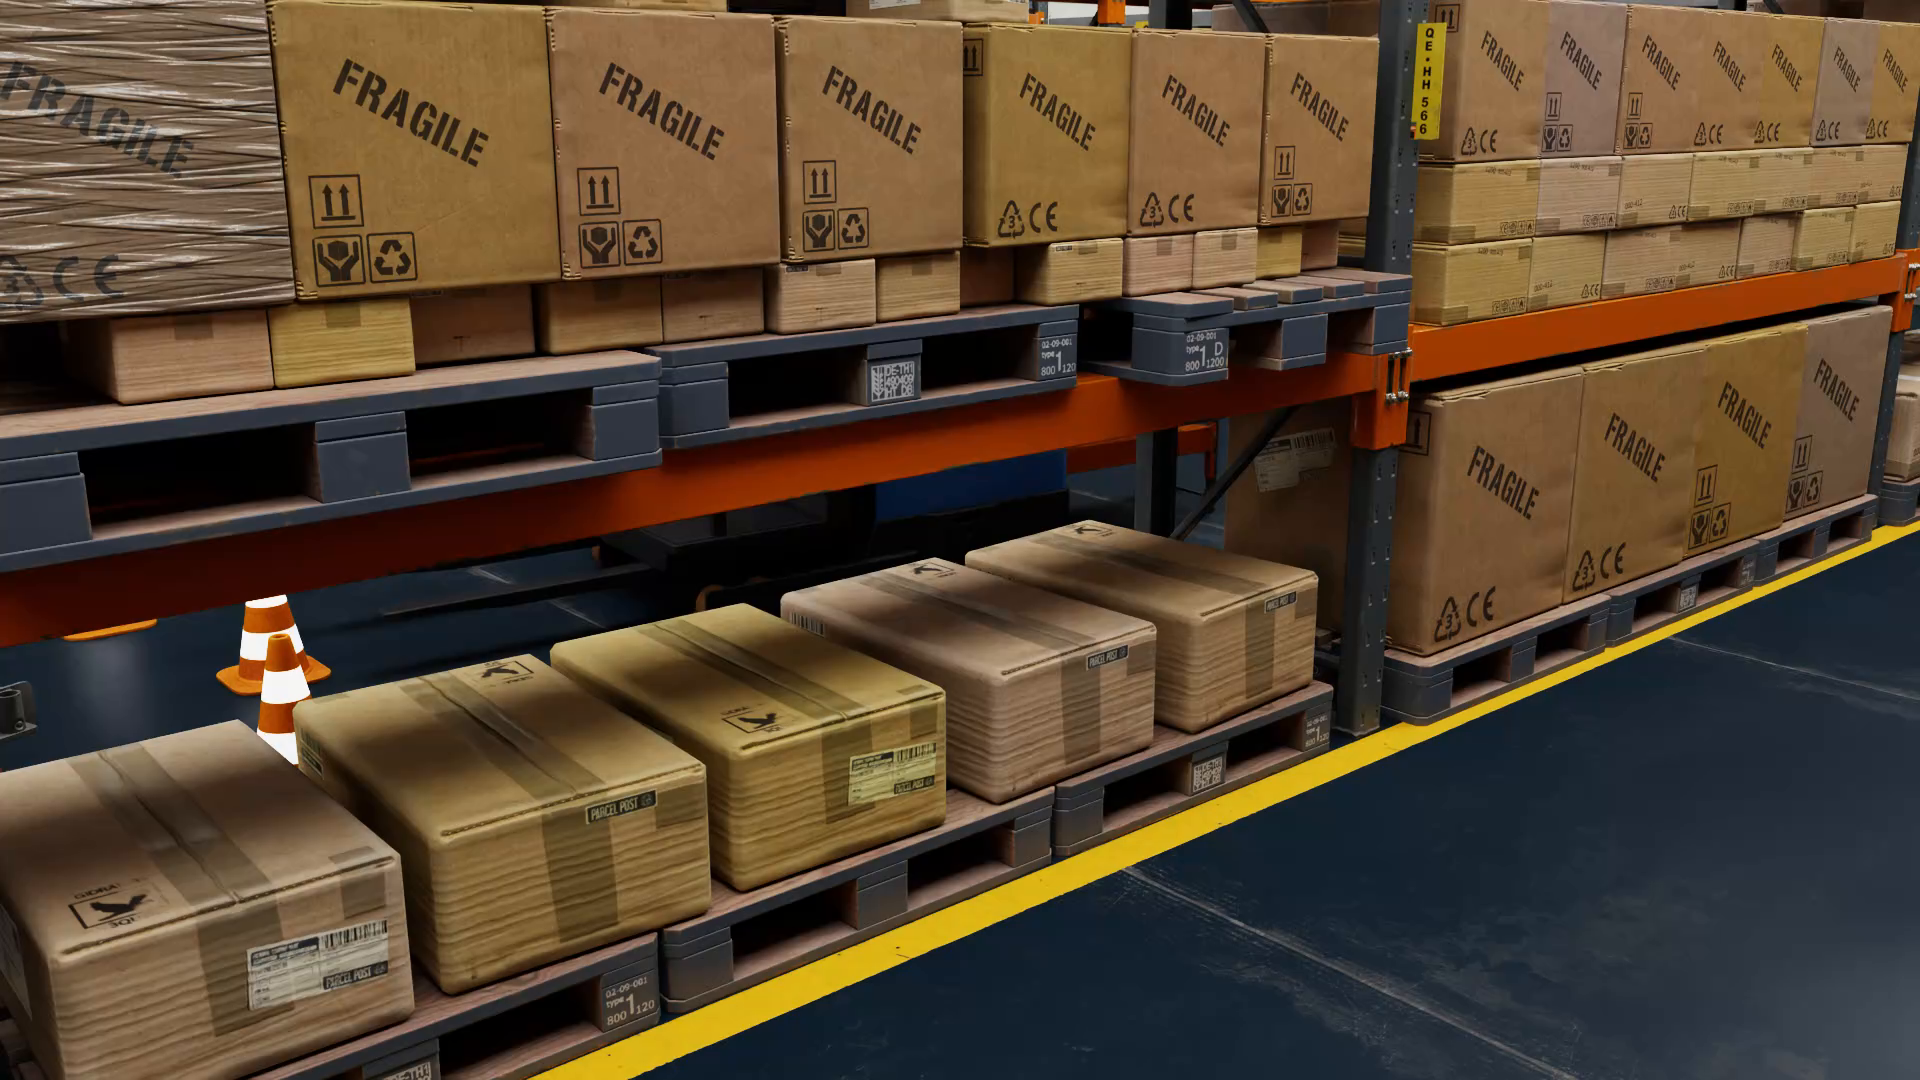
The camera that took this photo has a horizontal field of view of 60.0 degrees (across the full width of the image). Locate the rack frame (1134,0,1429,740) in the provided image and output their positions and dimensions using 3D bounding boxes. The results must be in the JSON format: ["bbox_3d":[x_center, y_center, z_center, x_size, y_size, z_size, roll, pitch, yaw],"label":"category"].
[{"bbox_3d":[0.993,-0.914,5.359,0.127,3.000,1.000,-13,19,-39],"label":"rack frame"}]

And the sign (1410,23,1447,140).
[{"bbox_3d":[1.357,-1.331,4.830,0.005,0.325,0.100,-13,19,-39],"label":"sign"}]

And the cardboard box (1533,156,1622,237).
[{"bbox_3d":[1.928,-1.208,5.782,0.500,0.250,0.500,-12,19,-38],"label":"cardboard box"}]

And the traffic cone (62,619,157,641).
[{"bbox_3d":[-3.347,0.110,6.443,0.334,0.463,0.336,-13,19,-39],"label":"traffic cone"}]

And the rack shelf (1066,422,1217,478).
[{"bbox_3d":[0.697,-0.419,8.085,1.000,0.278,0.538,-10,18,-34],"label":"rack shelf"}]

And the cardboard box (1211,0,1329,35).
[{"bbox_3d":[1.212,-1.584,5.735,0.500,0.500,0.500,-13,20,-41],"label":"cardboard box"}]

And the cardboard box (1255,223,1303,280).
[{"bbox_3d":[0.746,-0.835,4.735,0.250,0.149,0.380,-12,19,-39],"label":"cardboard box"}]

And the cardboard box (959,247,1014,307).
[{"bbox_3d":[-0.081,-0.675,4.136,0.250,0.149,0.380,-12,19,-39],"label":"cardboard box"}]

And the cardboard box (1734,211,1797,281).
[{"bbox_3d":[3.060,-1.226,6.819,0.500,0.250,0.500,-13,20,-41],"label":"cardboard box"}]

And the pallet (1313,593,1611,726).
[{"bbox_3d":[1.638,0.314,6.164,1.213,0.211,1.003,-13,19,-39],"label":"pallet"}]

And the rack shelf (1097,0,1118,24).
[{"bbox_3d":[-0.823,-3.301,9.877,4.000,0.370,1.077,-13,19,-39],"label":"rack shelf"}]

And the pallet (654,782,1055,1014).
[{"bbox_3d":[-0.517,0.771,4.454,1.213,0.211,1.003,-13,19,-39],"label":"pallet"}]

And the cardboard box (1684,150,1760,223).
[{"bbox_3d":[2.704,-1.373,6.401,0.500,0.250,0.500,-12,19,-38],"label":"cardboard box"}]

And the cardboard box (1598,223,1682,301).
[{"bbox_3d":[2.303,-1.054,6.172,0.500,0.250,0.500,-12,19,-38],"label":"cardboard box"}]

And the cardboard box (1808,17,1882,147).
[{"bbox_3d":[3.453,-1.909,6.954,0.500,0.500,0.500,-12,19,-38],"label":"cardboard box"}]

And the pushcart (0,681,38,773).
[{"bbox_3d":[-3.559,0.595,4.790,1.648,0.377,0.936,8,17,28],"label":"pushcart"}]

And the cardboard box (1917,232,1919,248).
[{"bbox_3d":[4.537,-1.668,7.990,0.500,0.500,0.500,-12,19,-38],"label":"cardboard box"}]

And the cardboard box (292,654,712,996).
[{"bbox_3d":[-1.090,0.619,3.900,0.625,0.372,0.950,-11,19,-36],"label":"cardboard box"}]

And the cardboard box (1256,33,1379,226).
[{"bbox_3d":[0.833,-1.178,4.762,0.500,0.500,0.500,-13,20,-41],"label":"cardboard box"}]

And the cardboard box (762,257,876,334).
[{"bbox_3d":[-0.398,-0.565,3.727,0.250,0.149,0.380,-12,19,-37],"label":"cardboard box"}]

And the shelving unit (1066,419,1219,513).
[{"bbox_3d":[0.697,-0.655,8.022,1.048,1.125,0.538,-10,18,-34],"label":"shelving unit"}]

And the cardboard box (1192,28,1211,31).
[{"bbox_3d":[1.567,-3.333,11.707,0.500,0.500,0.500,-13,20,-41],"label":"cardboard box"}]

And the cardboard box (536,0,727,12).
[{"bbox_3d":[-0.685,-1.159,3.437,0.250,0.149,0.380,-11,19,-36],"label":"cardboard box"}]

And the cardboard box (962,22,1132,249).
[{"bbox_3d":[0.070,-1.002,4.106,0.500,0.500,0.500,-14,21,-43],"label":"cardboard box"}]

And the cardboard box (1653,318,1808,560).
[{"bbox_3d":[2.919,-0.493,7.086,0.875,0.875,0.875,-12,19,-38],"label":"cardboard box"}]

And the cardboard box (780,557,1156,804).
[{"bbox_3d":[0.009,0.373,4.819,0.625,0.372,0.950,-13,20,-40],"label":"cardboard box"}]

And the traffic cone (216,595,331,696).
[{"bbox_3d":[-2.445,0.263,5.869,0.334,0.463,0.336,-13,19,-39],"label":"traffic cone"}]

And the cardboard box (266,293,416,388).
[{"bbox_3d":[-1.206,-0.390,3.072,0.250,0.149,0.380,-12,19,-38],"label":"cardboard box"}]

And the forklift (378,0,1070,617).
[{"bbox_3d":[-1.006,-1.231,6.679,3.031,2.935,1.130,-10,18,-34],"label":"forklift"}]

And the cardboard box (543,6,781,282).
[{"bbox_3d":[-0.723,-0.821,3.427,0.500,0.500,0.500,-13,20,-40],"label":"cardboard box"}]

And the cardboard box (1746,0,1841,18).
[{"bbox_3d":[4.034,-2.550,8.097,0.250,0.149,0.380,-13,20,-40],"label":"cardboard box"}]

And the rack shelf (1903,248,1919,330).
[{"bbox_3d":[5.520,-1.583,9.257,4.000,0.370,1.077,-13,19,-39],"label":"rack shelf"}]

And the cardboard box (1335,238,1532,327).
[{"bbox_3d":[1.528,-0.875,5.505,0.500,0.250,0.500,-13,20,-40],"label":"cardboard box"}]

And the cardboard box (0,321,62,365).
[{"bbox_3d":[-1.817,-0.459,3.328,0.250,0.149,0.380,-12,19,-39],"label":"cardboard box"}]

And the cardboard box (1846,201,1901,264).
[{"bbox_3d":[3.838,-1.394,7.447,0.500,0.250,0.500,-13,20,-41],"label":"cardboard box"}]

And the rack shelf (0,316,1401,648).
[{"bbox_3d":[-0.515,-0.228,4.183,4.000,0.370,1.077,-13,19,-39],"label":"rack shelf"}]

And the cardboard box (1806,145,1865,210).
[{"bbox_3d":[3.466,-1.552,7.071,0.500,0.250,0.500,-12,19,-38],"label":"cardboard box"}]

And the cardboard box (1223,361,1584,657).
[{"bbox_3d":[1.569,-0.191,5.956,0.875,0.875,0.875,-13,20,-40],"label":"cardboard box"}]

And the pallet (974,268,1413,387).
[{"bbox_3d":[0.526,-0.680,4.854,1.003,0.211,1.213,-13,19,-39],"label":"pallet"}]

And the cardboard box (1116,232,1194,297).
[{"bbox_3d":[0.390,-0.742,4.389,0.250,0.149,0.380,-14,20,-42],"label":"cardboard box"}]

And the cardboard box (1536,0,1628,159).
[{"bbox_3d":[1.894,-1.567,5.673,0.500,0.500,0.500,-13,19,-39],"label":"cardboard box"}]

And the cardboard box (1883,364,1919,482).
[{"bbox_3d":[4.555,-0.642,8.492,0.875,0.438,0.875,-13,20,-40],"label":"cardboard box"}]

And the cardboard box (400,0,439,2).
[{"bbox_3d":[-1.313,-1.186,3.537,0.250,0.149,0.380,-13,20,-41],"label":"cardboard box"}]

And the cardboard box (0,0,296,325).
[{"bbox_3d":[-1.482,-0.655,2.805,0.500,0.500,0.500,-12,19,-38],"label":"cardboard box"}]

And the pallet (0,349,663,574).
[{"bbox_3d":[-1.352,-0.245,3.225,1.213,0.211,1.003,-13,19,-39],"label":"pallet"}]

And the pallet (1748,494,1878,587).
[{"bbox_3d":[3.478,-0.099,7.711,1.213,0.211,1.003,-13,19,-39],"label":"pallet"}]

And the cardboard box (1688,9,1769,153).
[{"bbox_3d":[2.677,-1.737,6.307,0.500,0.500,0.500,-12,19,-38],"label":"cardboard box"}]

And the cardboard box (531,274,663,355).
[{"bbox_3d":[-0.820,-0.489,3.441,0.250,0.149,0.380,-12,19,-39],"label":"cardboard box"}]

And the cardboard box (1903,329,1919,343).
[{"bbox_3d":[5.911,-0.946,9.631,0.875,0.438,0.875,-12,19,-38],"label":"cardboard box"}]

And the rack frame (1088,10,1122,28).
[{"bbox_3d":[0.685,-2.538,11.439,0.127,3.000,1.000,-13,19,-39],"label":"rack frame"}]
